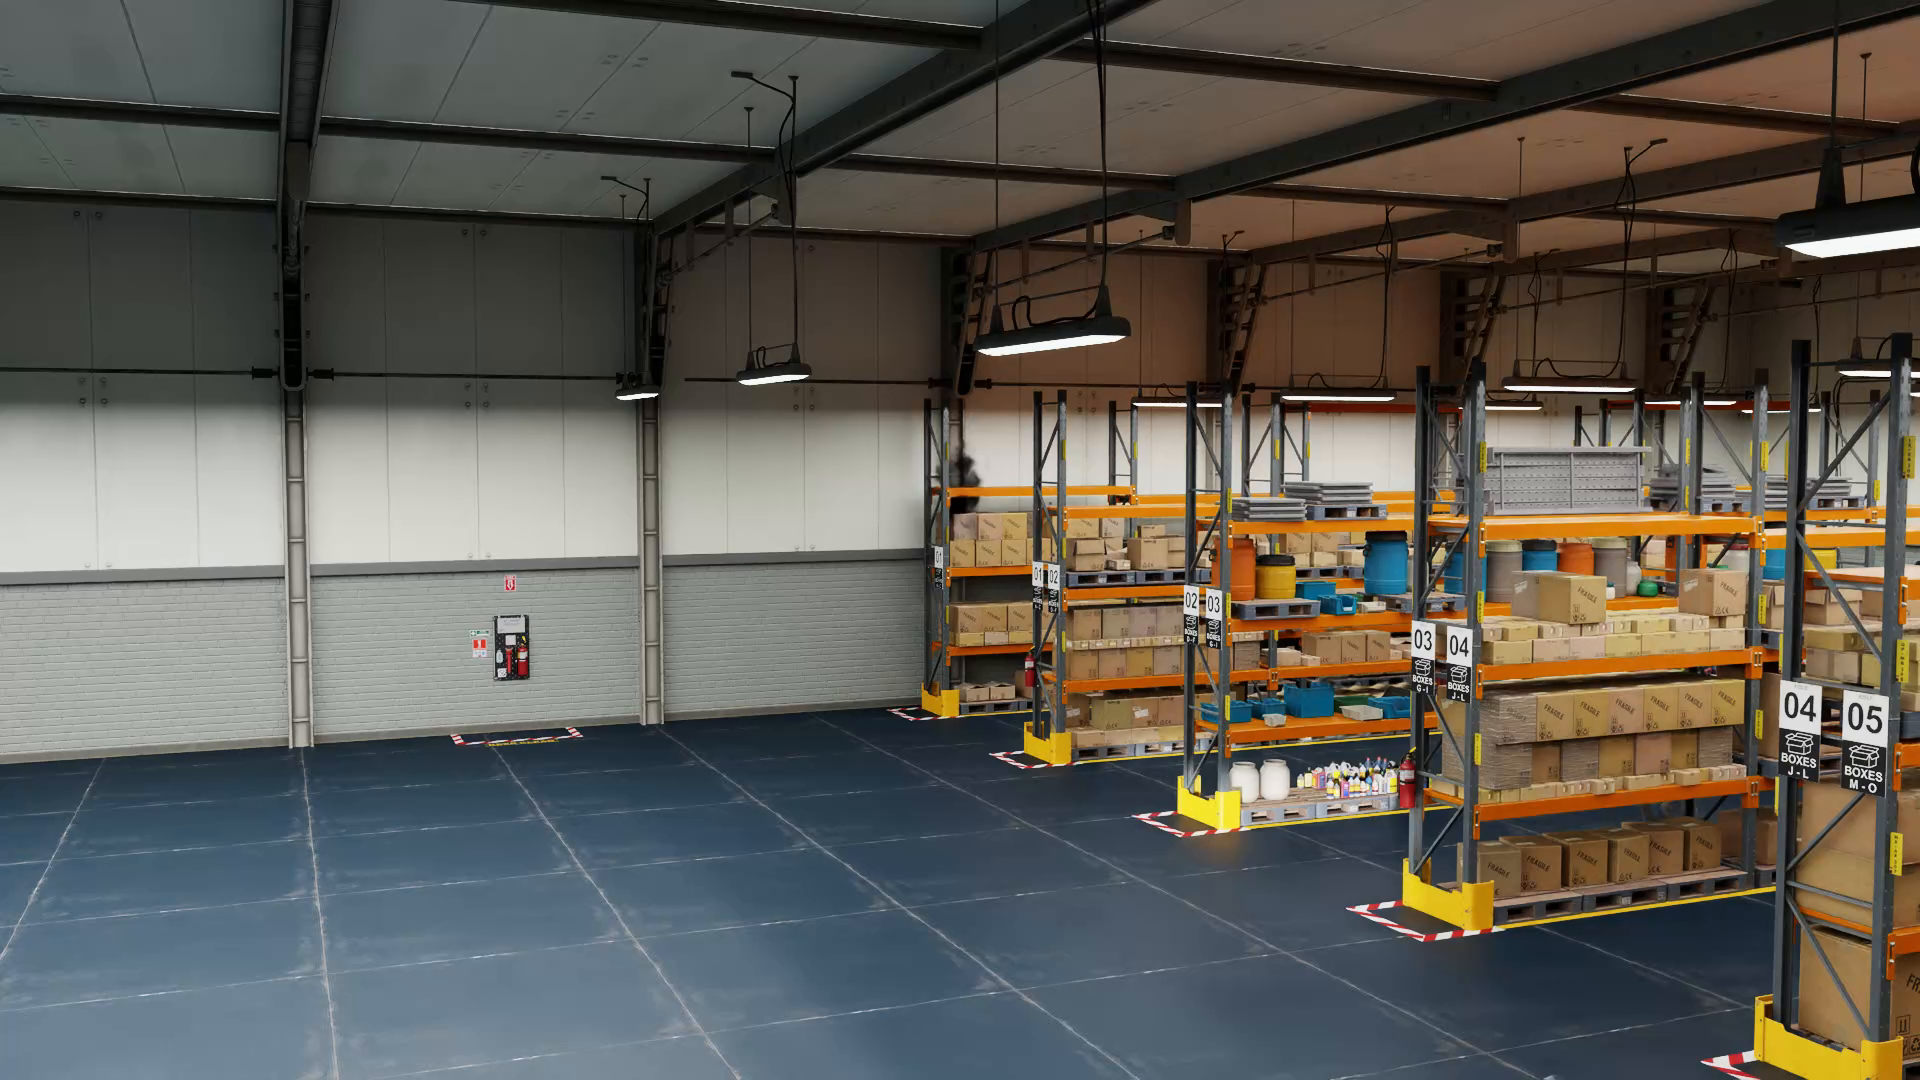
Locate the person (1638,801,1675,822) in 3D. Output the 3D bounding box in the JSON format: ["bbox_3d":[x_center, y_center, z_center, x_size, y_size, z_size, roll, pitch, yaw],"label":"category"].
[{"bbox_3d":[8.972,3.104,21.391,0.682,1.617,0.503,-2,4,-30],"label":"person"}]

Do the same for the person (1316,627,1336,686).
[{"bbox_3d":[7.094,2.450,32.140,0.686,1.707,0.582,-1,4,-24],"label":"person"}]
